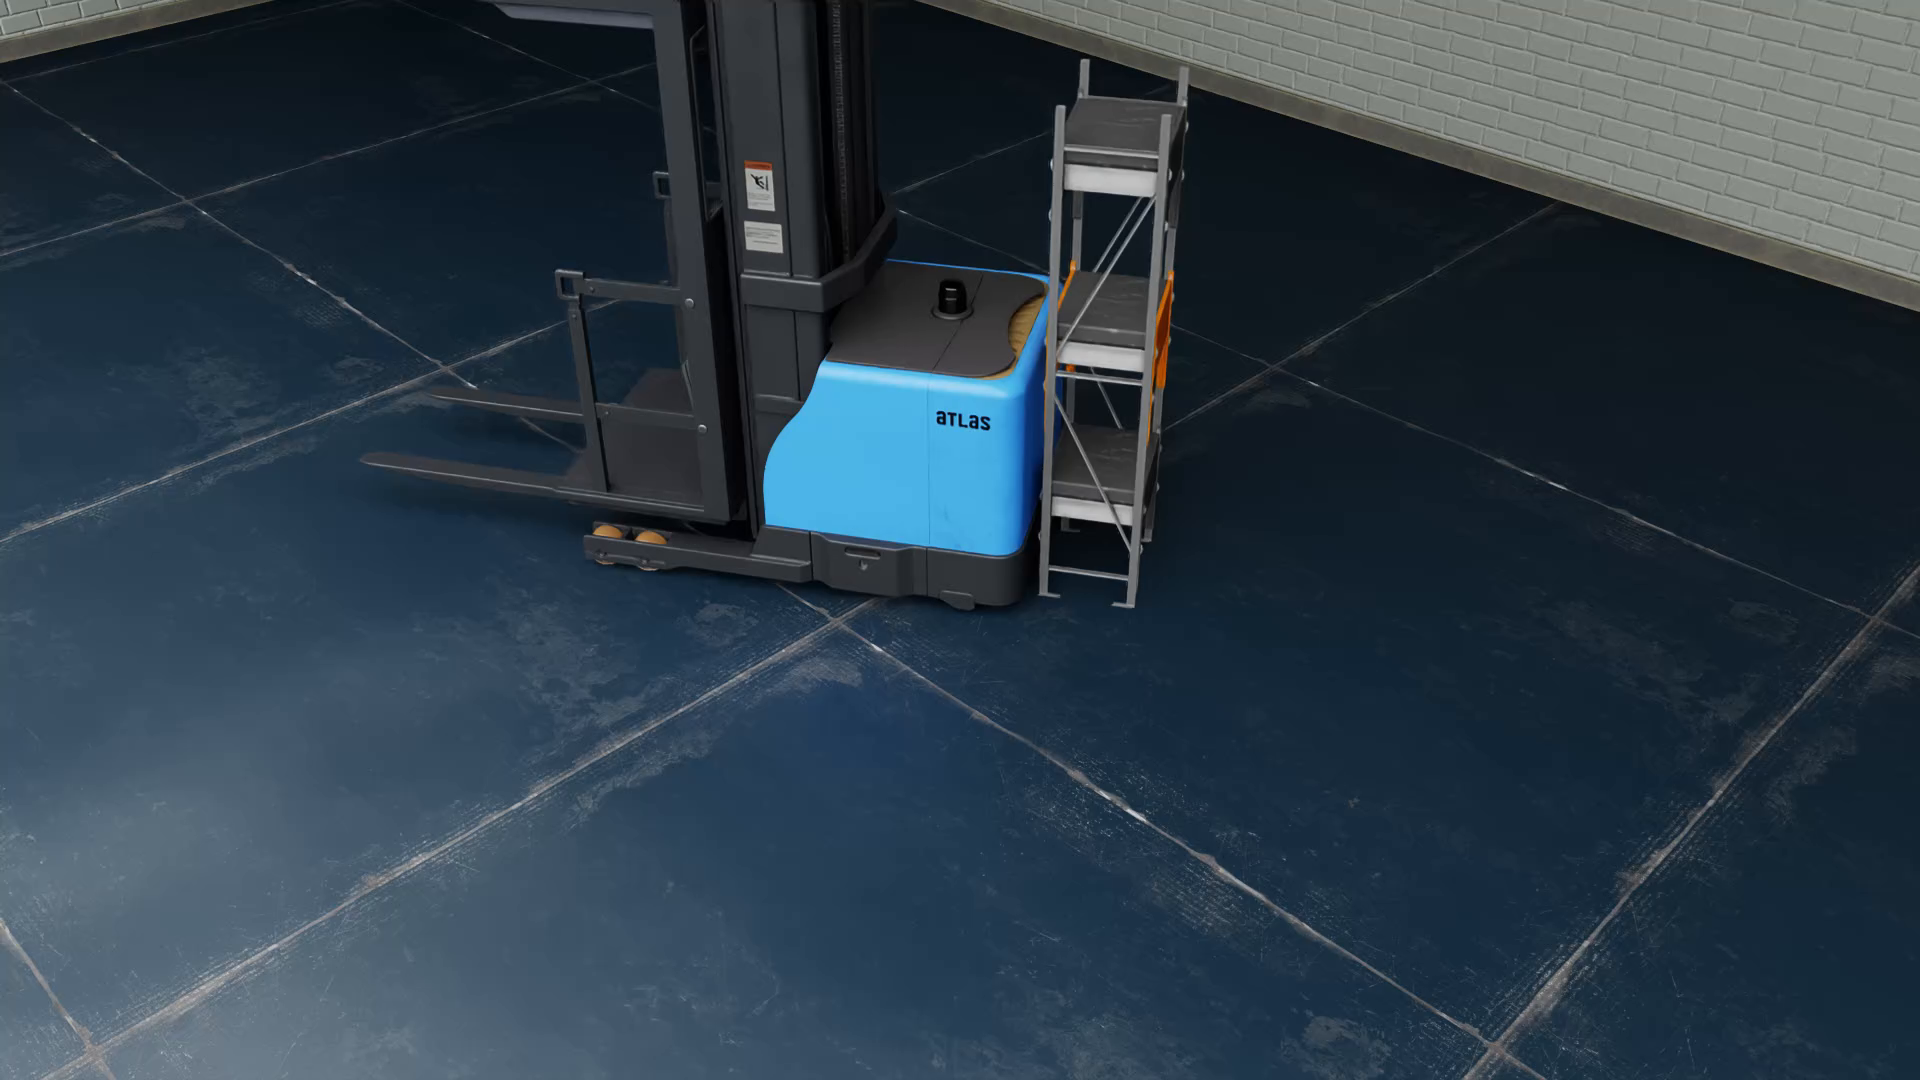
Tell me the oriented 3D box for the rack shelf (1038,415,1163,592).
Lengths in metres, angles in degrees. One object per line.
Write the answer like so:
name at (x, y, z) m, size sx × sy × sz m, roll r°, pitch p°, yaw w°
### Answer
rack shelf at (0.582, -0.158, 6.888) m, size 0.431 × 0.518 × 0.480 m, roll 8°, pitch 36°, yaw 11°

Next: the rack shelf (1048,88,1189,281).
rack shelf at (0.582, -1.306, 6.088) m, size 0.431 × 0.518 × 0.480 m, roll 8°, pitch 36°, yaw 11°

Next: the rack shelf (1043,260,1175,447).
rack shelf at (0.582, -0.732, 6.488) m, size 0.431 × 0.518 × 0.480 m, roll 8°, pitch 36°, yaw 11°

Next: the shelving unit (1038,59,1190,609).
shelving unit at (0.582, -0.743, 6.480) m, size 0.431 × 2.100 × 0.503 m, roll 8°, pitch 36°, yaw 11°

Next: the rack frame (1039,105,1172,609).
rack frame at (0.525, -0.608, 6.286) m, size 0.400 × 2.100 × 0.015 m, roll 8°, pitch 36°, yaw 11°

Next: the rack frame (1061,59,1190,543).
rack frame at (0.638, -0.879, 6.675) m, size 0.400 × 2.100 × 0.015 m, roll 8°, pitch 36°, yaw 11°

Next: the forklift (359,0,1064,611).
forklift at (-1.116, -1.355, 6.630) m, size 3.031 × 2.935 × 1.130 m, roll 8°, pitch 36°, yaw 11°
